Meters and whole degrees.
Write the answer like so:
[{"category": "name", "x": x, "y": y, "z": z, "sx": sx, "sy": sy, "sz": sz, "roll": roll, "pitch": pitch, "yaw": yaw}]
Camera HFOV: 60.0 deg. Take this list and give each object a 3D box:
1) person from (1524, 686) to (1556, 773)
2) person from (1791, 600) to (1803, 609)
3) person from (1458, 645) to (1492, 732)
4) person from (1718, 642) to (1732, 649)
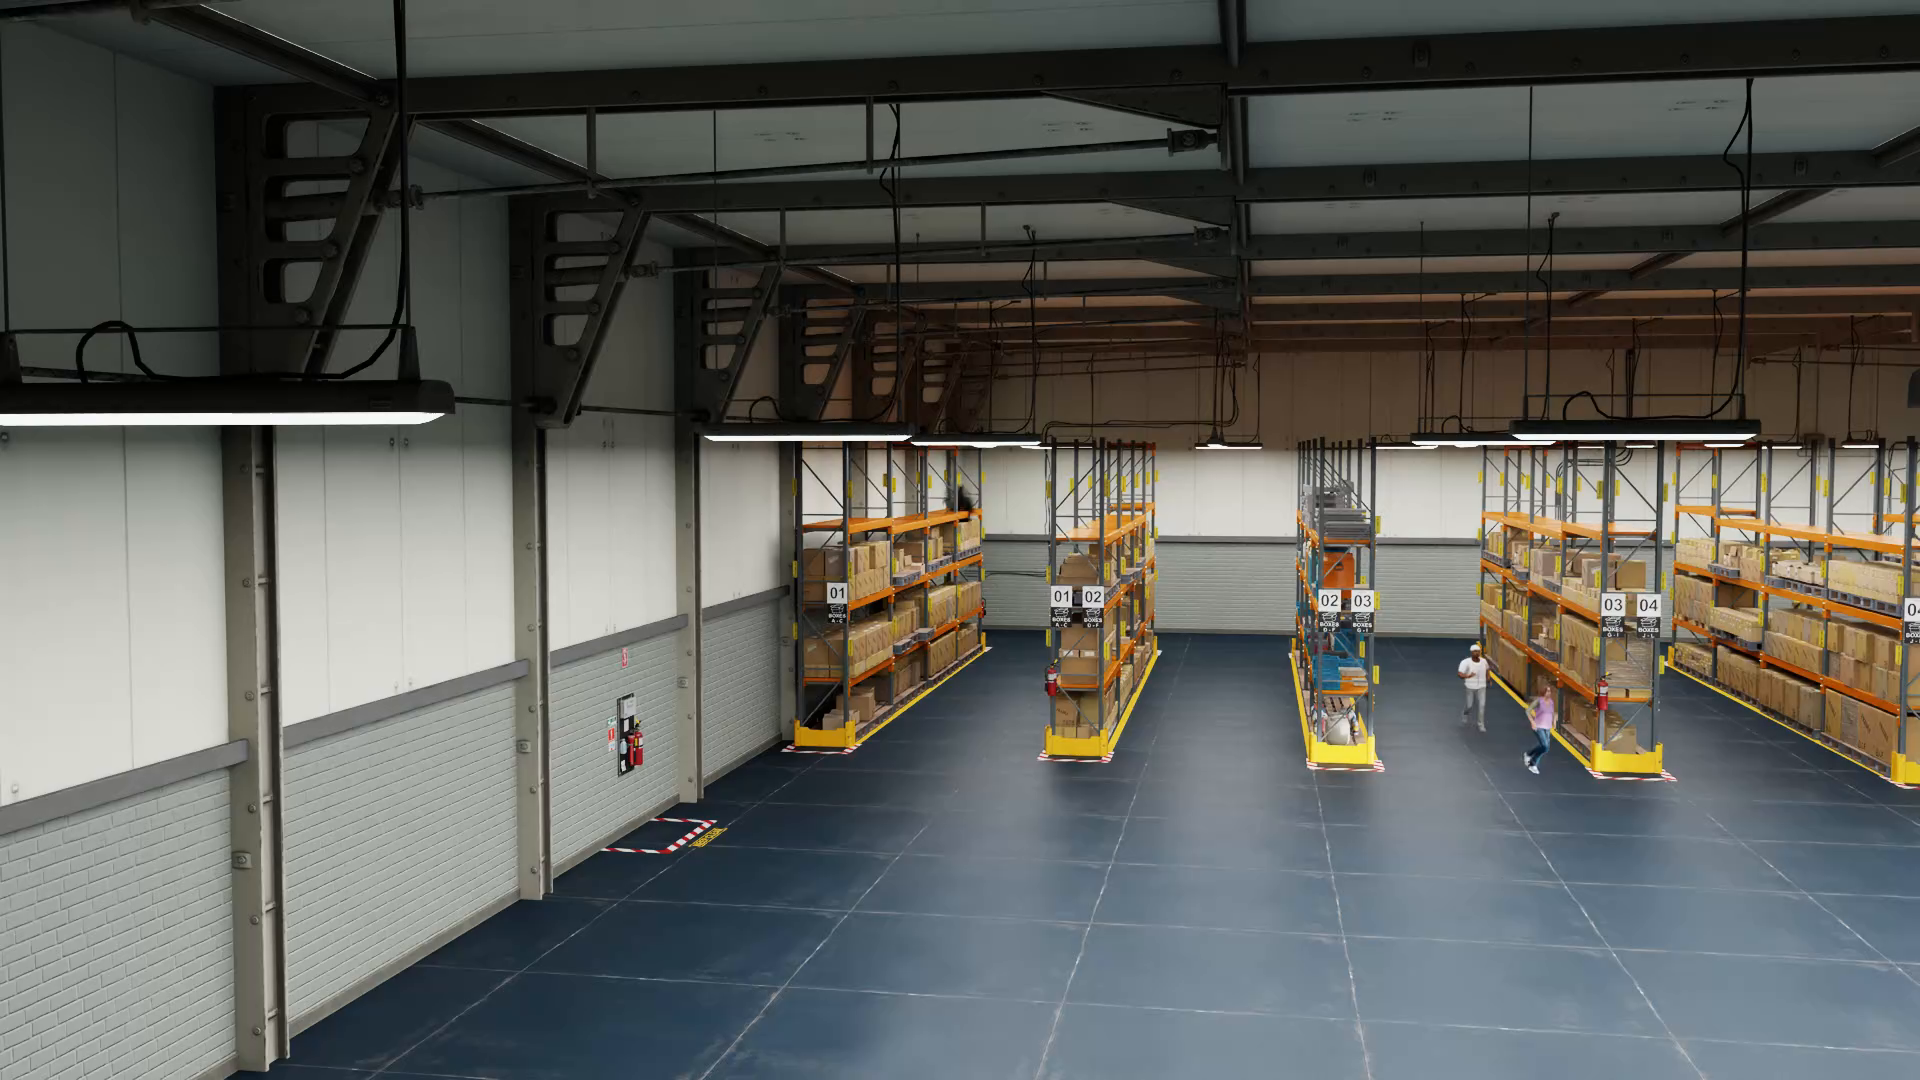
[{"category": "person", "x": 10.451, "y": 3.385, "z": 29.780, "sx": 0.528, "sy": 1.557, "sz": 0.510, "roll": -1, "pitch": 3, "yaw": -23}, {"category": "person", "x": 22.710, "y": 2.466, "z": 45.195, "sx": 0.725, "sy": 1.797, "sz": 0.681, "roll": 1, "pitch": 3, "yaw": 11}, {"category": "person", "x": 10.580, "y": 3.019, "z": 34.147, "sx": 0.712, "sy": 1.744, "sz": 0.961, "roll": 0, "pitch": 3, "yaw": -1}, {"category": "person", "x": 20.781, "y": 2.485, "z": 45.514, "sx": 0.930, "sy": 1.654, "sz": 0.604, "roll": 1, "pitch": 3, "yaw": 10}]
